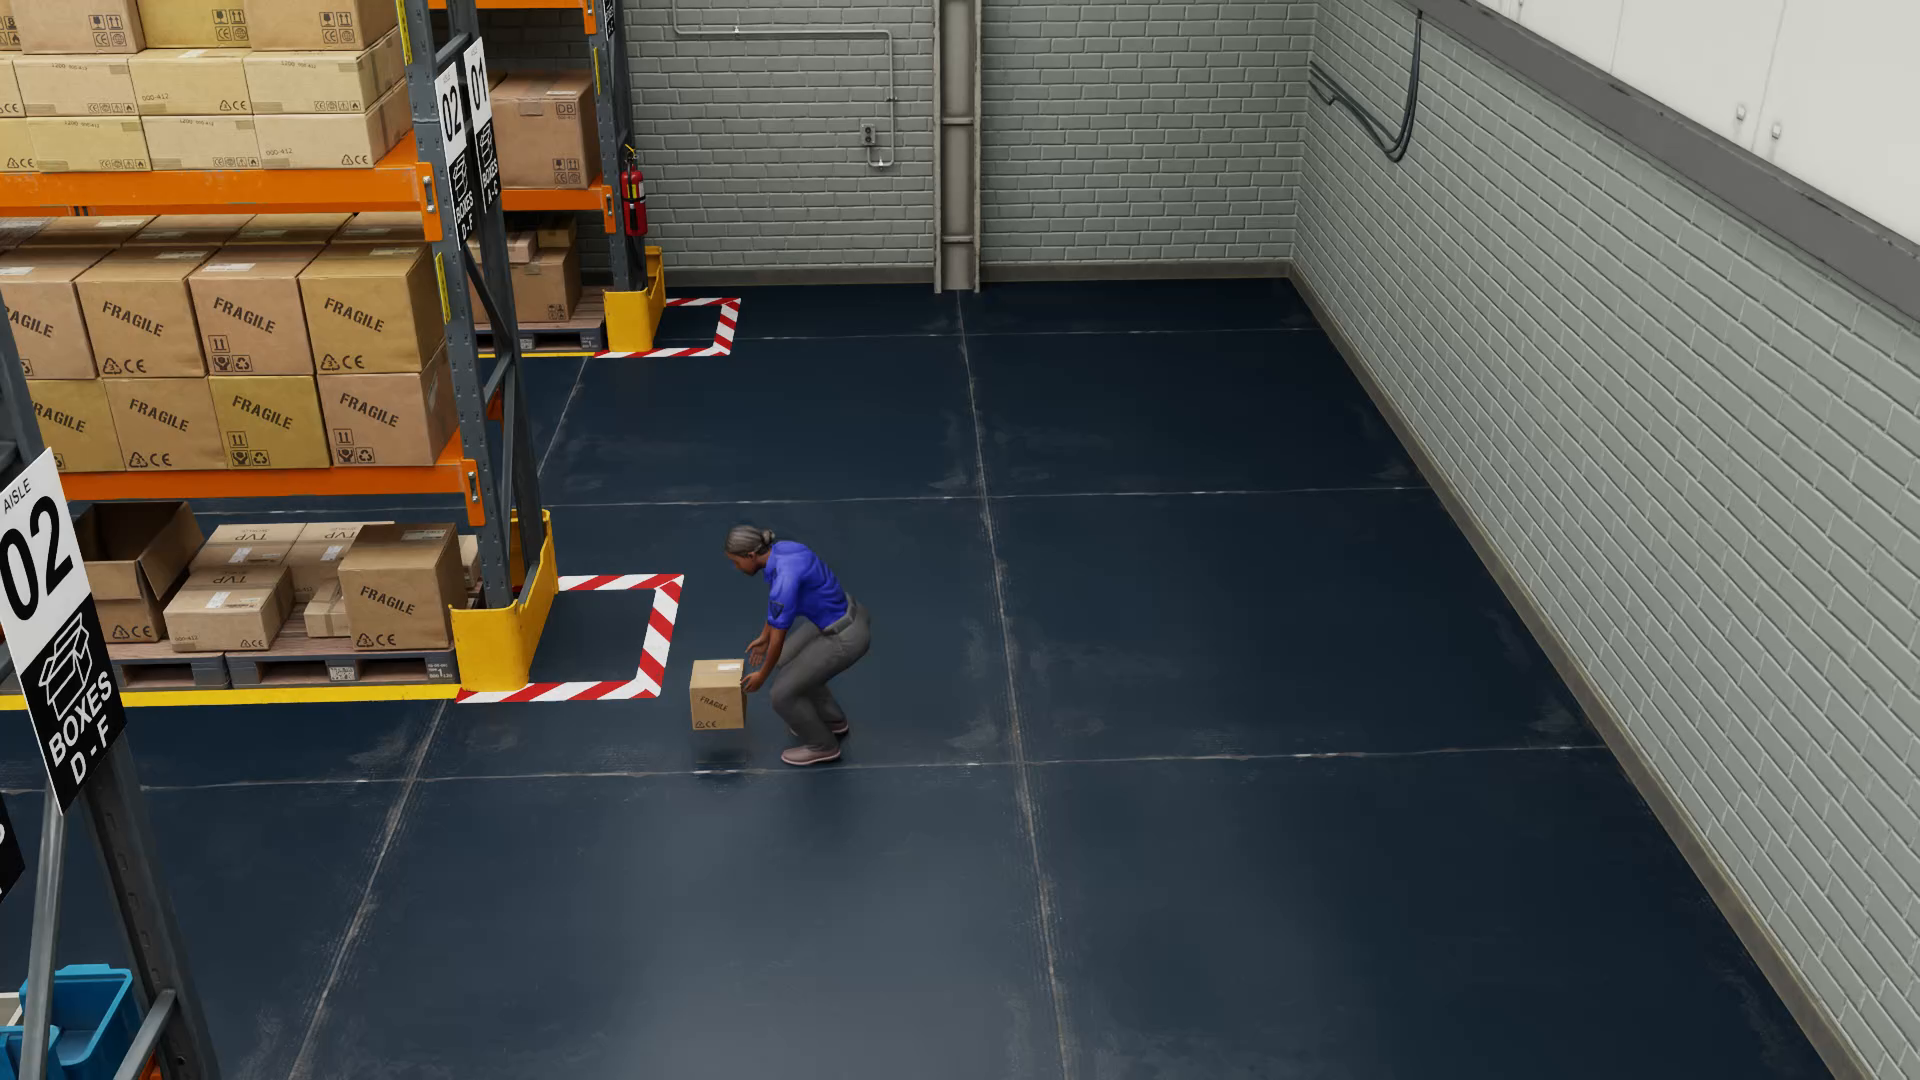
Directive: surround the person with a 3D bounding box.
[{"bbox_3d":[-0.767,0.497,8.099,0.682,1.277,0.497,-1,28,-2],"label":"person"}]
